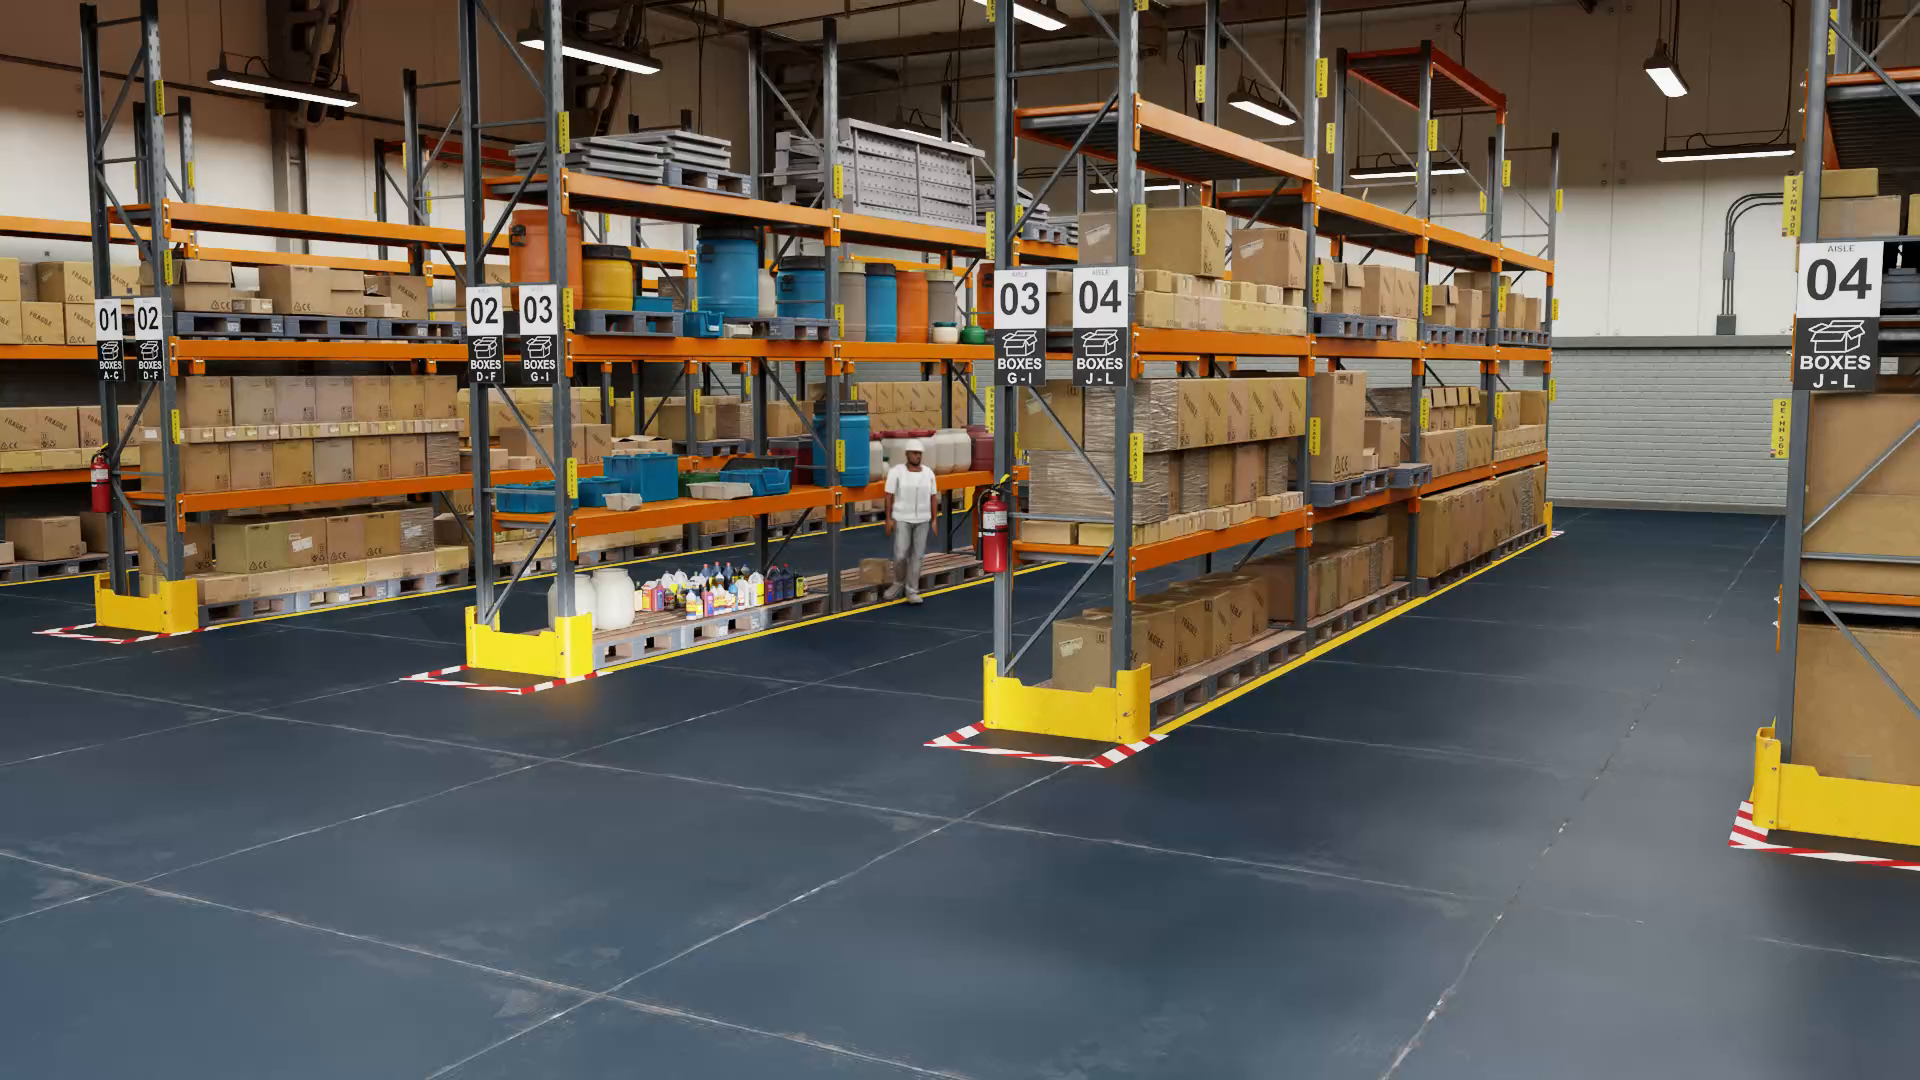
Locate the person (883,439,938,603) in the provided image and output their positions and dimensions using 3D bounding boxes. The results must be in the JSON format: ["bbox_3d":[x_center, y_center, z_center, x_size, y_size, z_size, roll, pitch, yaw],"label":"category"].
[{"bbox_3d":[-0.543,-0.207,17.837,0.602,1.758,0.481,-3,6,-23],"label":"person"}]
